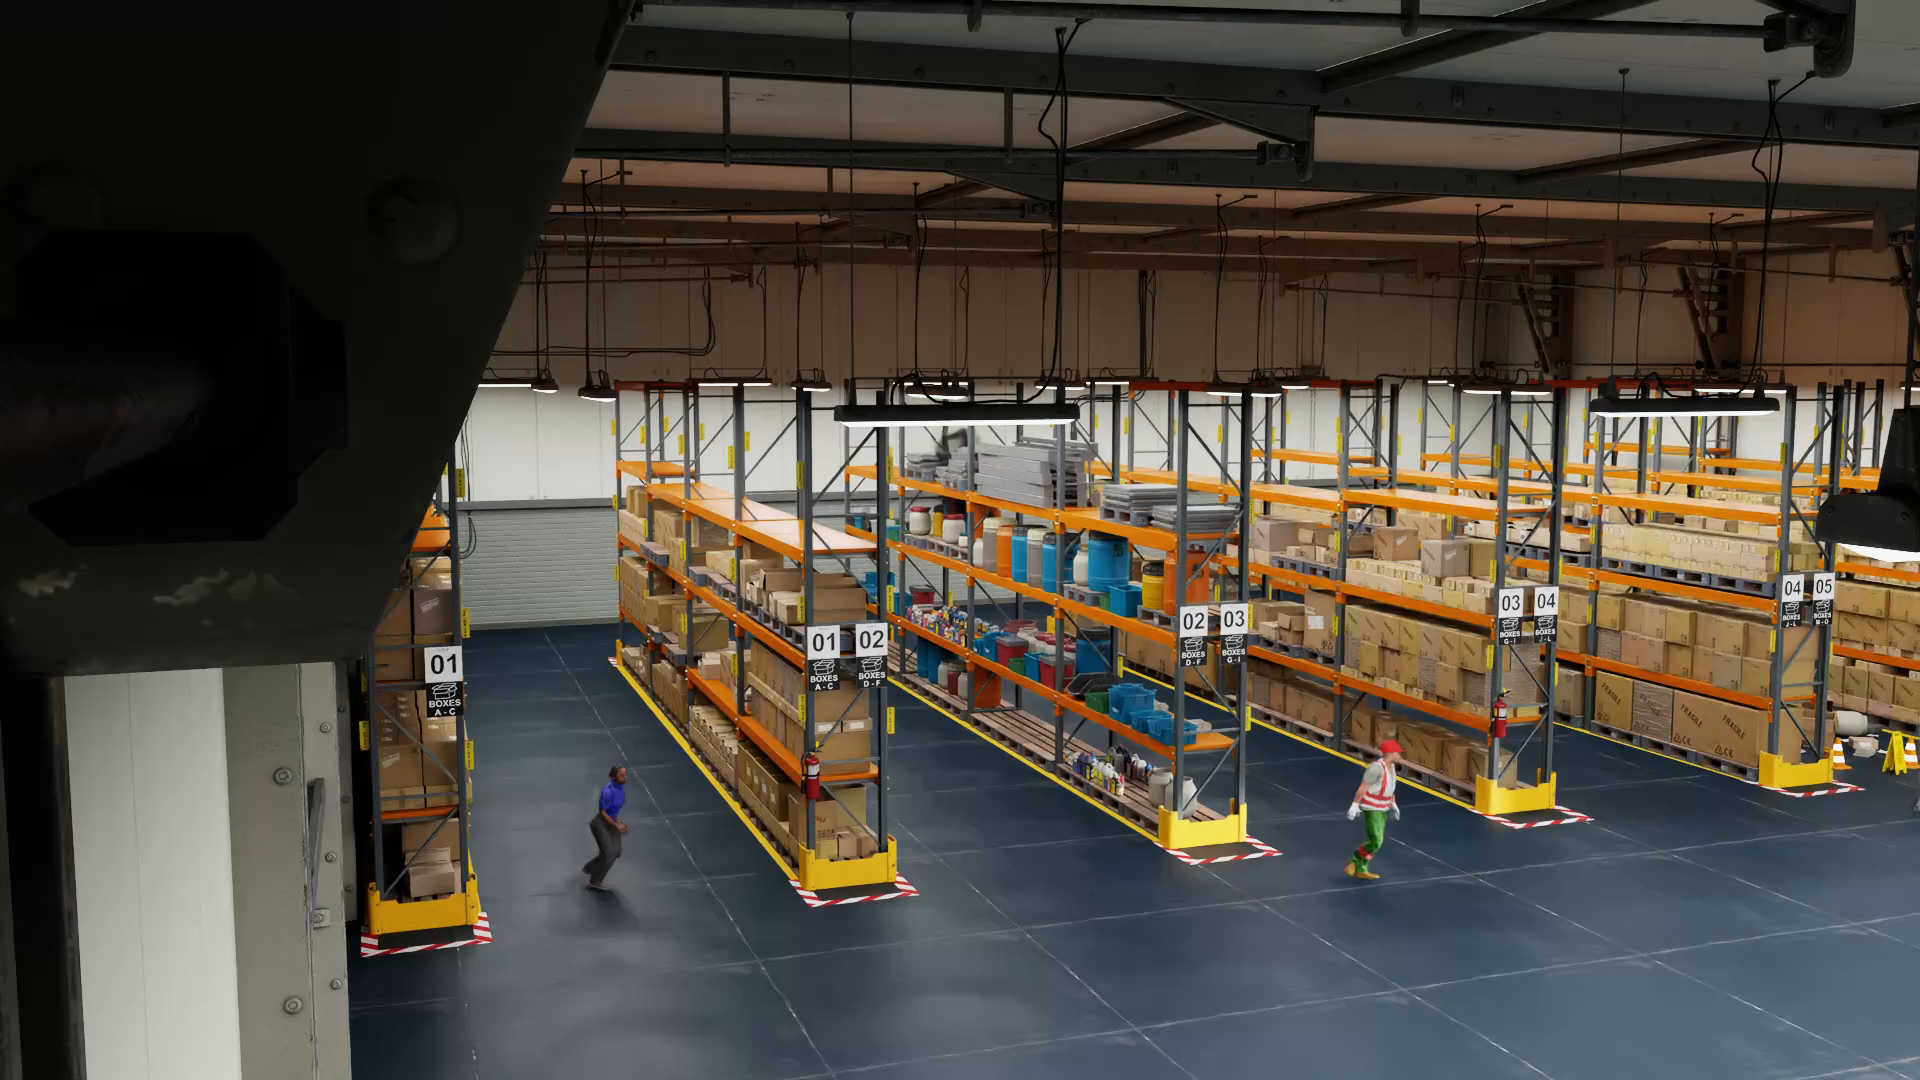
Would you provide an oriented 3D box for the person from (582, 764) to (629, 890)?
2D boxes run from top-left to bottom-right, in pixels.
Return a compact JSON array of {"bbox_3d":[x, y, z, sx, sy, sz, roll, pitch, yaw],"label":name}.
[{"bbox_3d":[-4.281,3.450,20.006,0.717,1.587,0.547,1,6,13],"label":"person"}]

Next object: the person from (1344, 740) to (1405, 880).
[{"bbox_3d":[5.111,3.311,20.411,0.559,1.745,0.694,5,8,39],"label":"person"}]
